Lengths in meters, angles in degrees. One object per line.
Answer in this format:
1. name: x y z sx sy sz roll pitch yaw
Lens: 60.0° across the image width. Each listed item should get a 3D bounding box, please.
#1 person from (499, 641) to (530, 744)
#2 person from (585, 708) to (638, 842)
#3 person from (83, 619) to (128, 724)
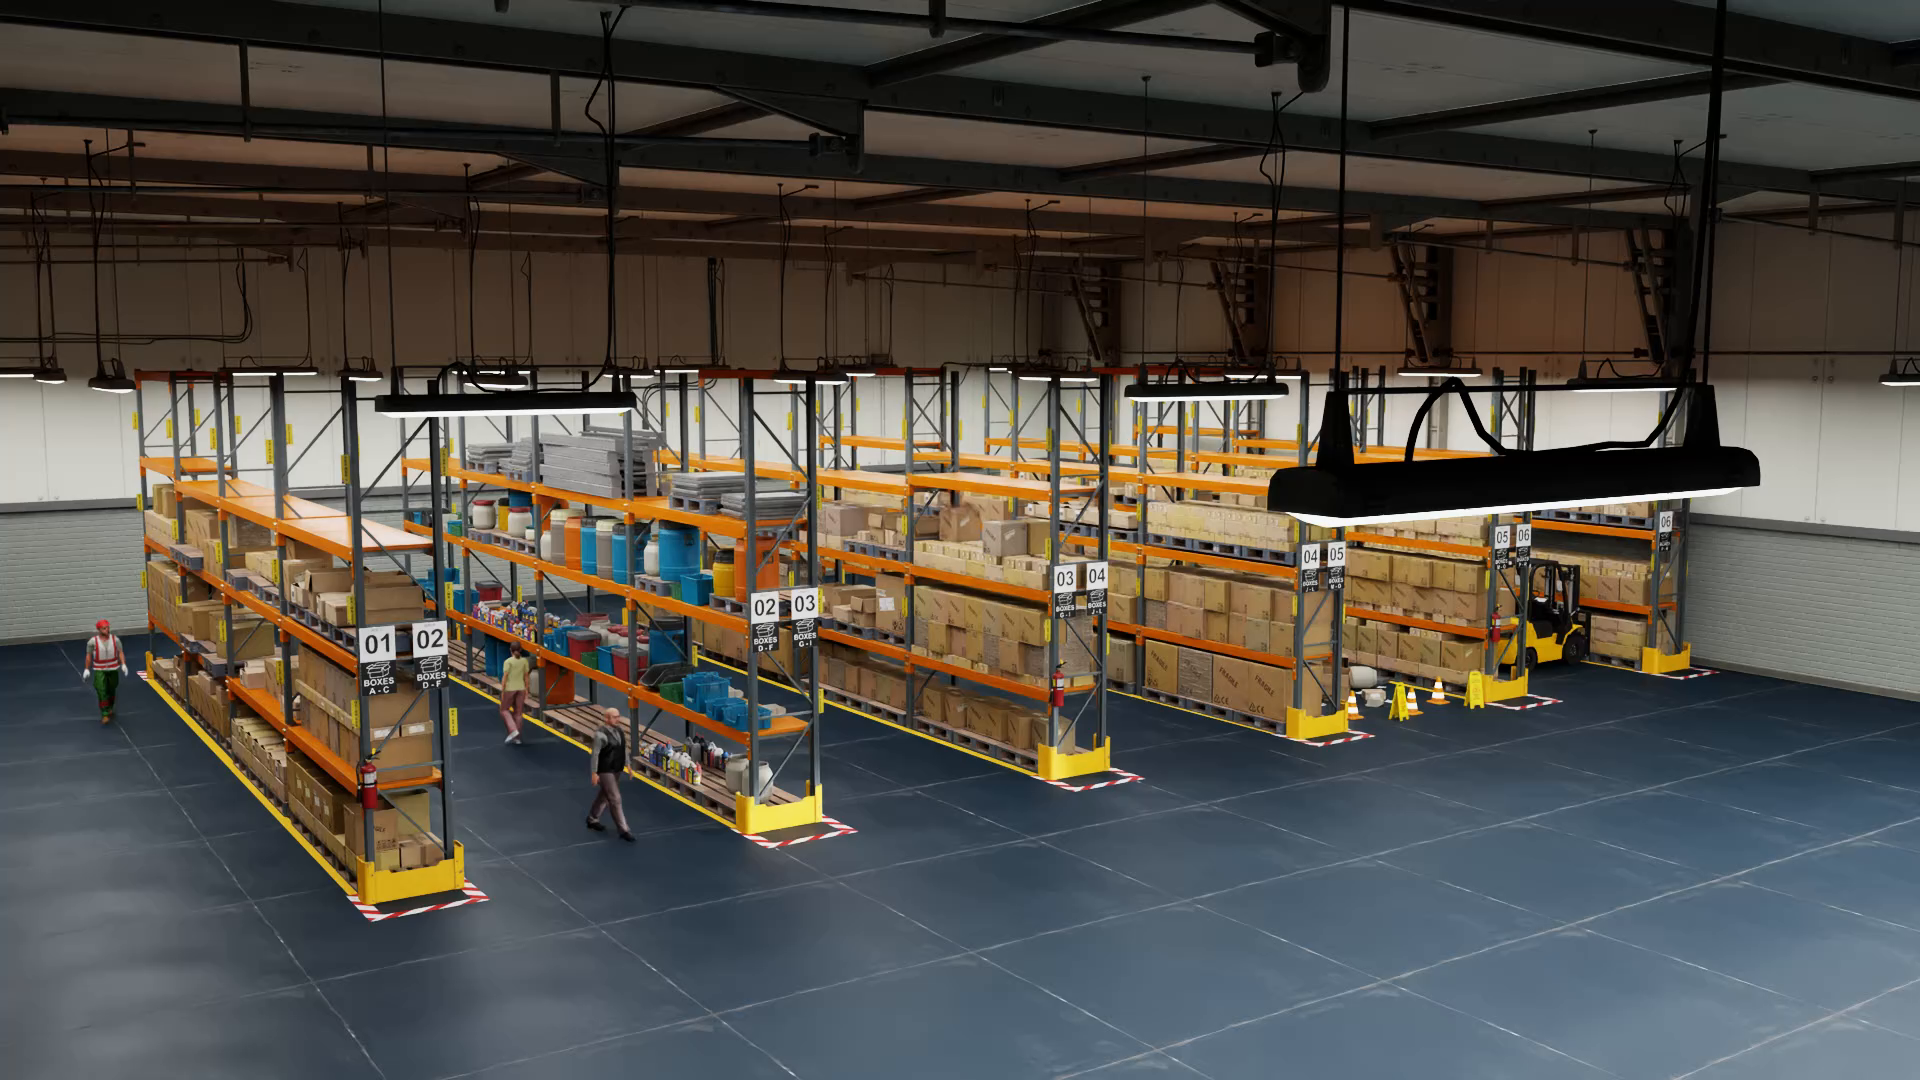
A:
1. person: -7.171 2.465 26.864 0.483 1.671 0.463 -4 8 -34
2. person: -4.535 3.021 21.736 0.959 1.669 0.561 2 7 21
3. person: -14.661 2.221 28.539 0.673 1.725 1.034 -4 8 -33
